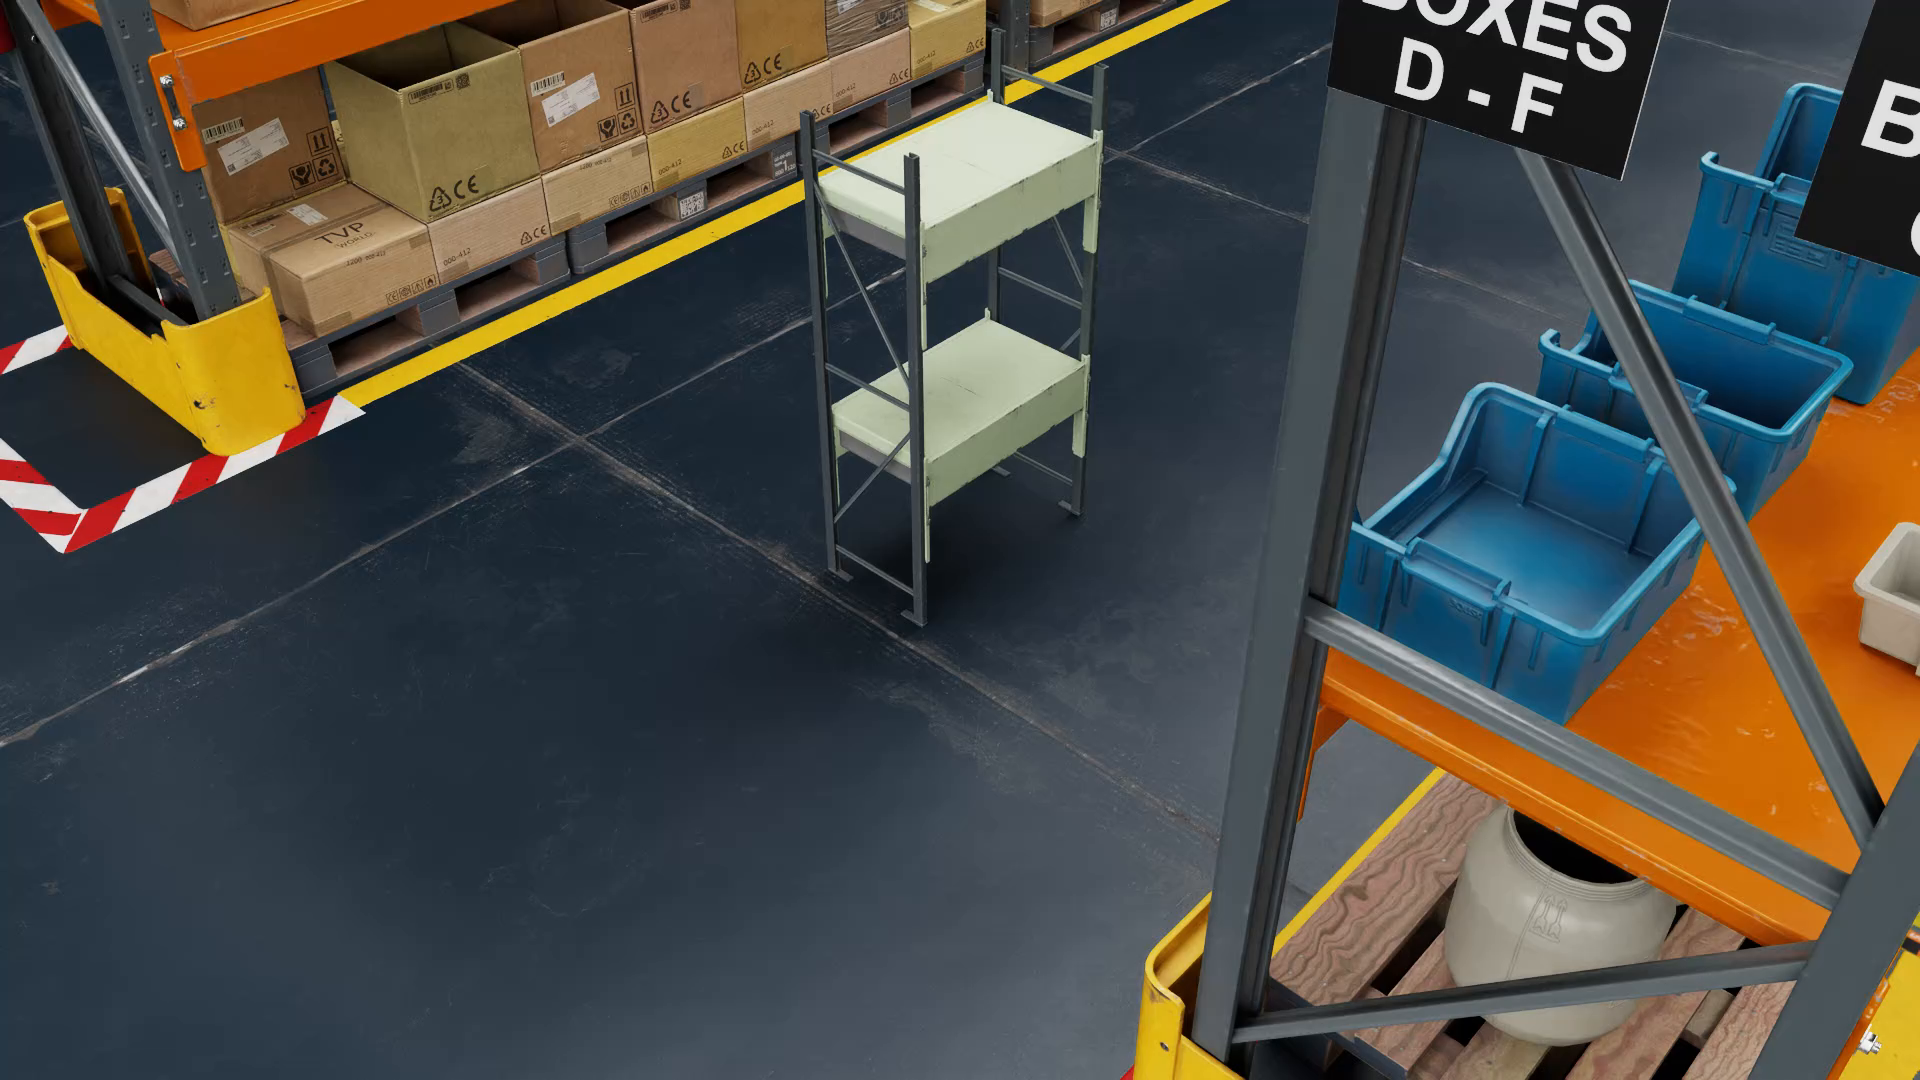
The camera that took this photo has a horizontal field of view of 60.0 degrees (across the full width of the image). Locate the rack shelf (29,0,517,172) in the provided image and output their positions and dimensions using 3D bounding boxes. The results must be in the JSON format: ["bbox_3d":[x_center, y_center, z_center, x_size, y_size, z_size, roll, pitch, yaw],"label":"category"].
[{"bbox_3d":[-1.426,-2.411,6.450,1.077,0.370,4.000,30,47,32],"label":"rack shelf"}]

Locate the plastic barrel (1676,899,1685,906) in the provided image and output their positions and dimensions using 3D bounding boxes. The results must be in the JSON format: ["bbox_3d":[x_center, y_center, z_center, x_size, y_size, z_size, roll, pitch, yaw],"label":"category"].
[{"bbox_3d":[1.604,0.552,3.807,0.421,0.512,0.421,0,38,0],"label":"plastic barrel"}]

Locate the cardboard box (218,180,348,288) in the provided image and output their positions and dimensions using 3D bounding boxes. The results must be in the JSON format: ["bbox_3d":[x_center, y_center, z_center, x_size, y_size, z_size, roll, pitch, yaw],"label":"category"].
[{"bbox_3d":[-2.632,-1.233,6.262,0.500,0.250,0.500,30,47,32],"label":"cardboard box"}]

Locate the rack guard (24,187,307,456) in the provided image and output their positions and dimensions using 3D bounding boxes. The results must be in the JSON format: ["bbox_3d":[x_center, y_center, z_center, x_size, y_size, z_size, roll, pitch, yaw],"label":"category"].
[{"bbox_3d":[-2.792,-0.785,5.835,1.175,0.500,0.348,30,47,32],"label":"rack guard"}]

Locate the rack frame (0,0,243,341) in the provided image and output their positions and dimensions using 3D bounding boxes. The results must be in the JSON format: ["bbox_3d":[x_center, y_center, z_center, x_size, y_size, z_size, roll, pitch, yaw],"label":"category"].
[{"bbox_3d":[-2.775,-1.774,5.071,1.000,3.000,0.127,30,47,32],"label":"rack frame"}]

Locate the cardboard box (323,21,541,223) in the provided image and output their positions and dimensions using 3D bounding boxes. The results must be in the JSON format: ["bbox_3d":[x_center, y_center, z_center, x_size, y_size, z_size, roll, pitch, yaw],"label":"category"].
[{"bbox_3d":[-1.914,-1.539,6.045,0.500,0.500,0.500,30,47,32],"label":"cardboard box"}]

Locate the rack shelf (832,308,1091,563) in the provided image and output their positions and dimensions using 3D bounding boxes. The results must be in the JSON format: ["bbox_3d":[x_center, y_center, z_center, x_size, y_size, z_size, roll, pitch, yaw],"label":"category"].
[{"bbox_3d":[-0.005,-0.329,4.982,0.431,0.370,0.720,30,47,32],"label":"rack shelf"}]

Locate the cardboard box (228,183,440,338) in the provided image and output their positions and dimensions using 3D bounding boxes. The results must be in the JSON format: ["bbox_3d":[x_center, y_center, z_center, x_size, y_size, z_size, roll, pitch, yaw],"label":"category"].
[{"bbox_3d":[-2.249,-1.015,5.988,0.500,0.250,0.500,30,47,32],"label":"cardboard box"}]

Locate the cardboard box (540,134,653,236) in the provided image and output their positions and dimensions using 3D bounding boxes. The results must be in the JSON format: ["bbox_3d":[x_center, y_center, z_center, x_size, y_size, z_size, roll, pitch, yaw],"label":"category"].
[{"bbox_3d":[-1.577,-1.476,6.568,0.500,0.250,0.500,30,47,32],"label":"cardboard box"}]

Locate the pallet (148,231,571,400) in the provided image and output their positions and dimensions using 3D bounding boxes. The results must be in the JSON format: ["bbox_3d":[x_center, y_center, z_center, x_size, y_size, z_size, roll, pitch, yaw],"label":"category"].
[{"bbox_3d":[-2.290,-1.052,6.403,1.003,0.211,1.213,30,47,32],"label":"pallet"}]

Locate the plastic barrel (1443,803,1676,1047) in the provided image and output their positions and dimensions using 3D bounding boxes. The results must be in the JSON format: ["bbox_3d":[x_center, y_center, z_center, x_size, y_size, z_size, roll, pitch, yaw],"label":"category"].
[{"bbox_3d":[1.266,0.782,3.517,0.421,0.512,0.421,0,38,0],"label":"plastic barrel"}]

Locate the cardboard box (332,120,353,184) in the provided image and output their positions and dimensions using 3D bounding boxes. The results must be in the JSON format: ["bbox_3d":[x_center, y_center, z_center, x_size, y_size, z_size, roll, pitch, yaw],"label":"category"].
[{"bbox_3d":[-2.303,-1.467,6.557,0.500,0.250,0.500,30,47,32],"label":"cardboard box"}]

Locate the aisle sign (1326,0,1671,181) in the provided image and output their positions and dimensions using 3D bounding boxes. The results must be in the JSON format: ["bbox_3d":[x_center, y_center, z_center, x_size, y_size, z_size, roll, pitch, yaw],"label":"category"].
[{"bbox_3d":[0.611,-0.802,1.759,0.394,0.787,0.004,30,47,32],"label":"aisle sign"}]

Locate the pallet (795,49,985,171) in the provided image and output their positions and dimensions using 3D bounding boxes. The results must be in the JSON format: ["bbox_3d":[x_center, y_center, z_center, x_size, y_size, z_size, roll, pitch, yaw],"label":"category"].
[{"bbox_3d":[-0.644,-2.173,7.812,1.003,0.211,1.213,30,47,32],"label":"pallet"}]

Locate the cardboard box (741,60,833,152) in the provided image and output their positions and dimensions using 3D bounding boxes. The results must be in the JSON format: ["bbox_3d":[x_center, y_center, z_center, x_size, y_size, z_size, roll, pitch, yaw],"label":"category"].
[{"bbox_3d":[-0.899,-1.934,7.143,0.500,0.250,0.500,30,47,32],"label":"cardboard box"}]

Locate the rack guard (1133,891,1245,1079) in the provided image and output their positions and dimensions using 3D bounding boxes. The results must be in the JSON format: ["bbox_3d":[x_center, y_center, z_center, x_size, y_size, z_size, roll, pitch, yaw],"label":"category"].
[{"bbox_3d":[0.895,1.231,3.300,1.175,0.500,0.348,30,47,32],"label":"rack guard"}]

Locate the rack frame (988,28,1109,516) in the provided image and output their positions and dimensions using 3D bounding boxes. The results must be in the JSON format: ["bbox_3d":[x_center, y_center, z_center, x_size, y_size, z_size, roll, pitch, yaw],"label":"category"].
[{"bbox_3d":[0.242,-0.752,4.991,0.400,1.500,0.023,30,47,32],"label":"rack frame"}]

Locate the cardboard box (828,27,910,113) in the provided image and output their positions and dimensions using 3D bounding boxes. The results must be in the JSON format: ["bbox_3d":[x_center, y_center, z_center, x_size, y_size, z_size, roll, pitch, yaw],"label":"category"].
[{"bbox_3d":[-0.573,-2.169,7.440,0.500,0.250,0.500,30,47,32],"label":"cardboard box"}]

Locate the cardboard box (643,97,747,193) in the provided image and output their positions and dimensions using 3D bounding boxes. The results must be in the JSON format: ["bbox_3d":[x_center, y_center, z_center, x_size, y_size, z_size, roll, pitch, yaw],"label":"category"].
[{"bbox_3d":[-1.236,-1.704,6.854,0.500,0.250,0.500,30,47,32],"label":"cardboard box"}]

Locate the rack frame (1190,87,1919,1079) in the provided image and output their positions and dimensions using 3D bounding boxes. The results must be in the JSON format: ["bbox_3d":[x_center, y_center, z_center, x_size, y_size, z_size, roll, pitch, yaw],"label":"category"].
[{"bbox_3d":[0.881,0.309,2.451,0.949,2.616,0.053,30,47,32],"label":"rack frame"}]

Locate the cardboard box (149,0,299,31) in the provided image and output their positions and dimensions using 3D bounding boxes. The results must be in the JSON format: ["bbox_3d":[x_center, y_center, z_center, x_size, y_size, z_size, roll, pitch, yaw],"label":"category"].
[{"bbox_3d":[-2.451,-2.022,5.303,0.700,0.500,0.500,30,47,32],"label":"cardboard box"}]

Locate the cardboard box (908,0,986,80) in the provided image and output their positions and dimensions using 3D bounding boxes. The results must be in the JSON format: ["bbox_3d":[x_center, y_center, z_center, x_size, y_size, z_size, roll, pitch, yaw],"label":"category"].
[{"bbox_3d":[-0.228,-2.395,7.724,0.500,0.250,0.500,30,47,32],"label":"cardboard box"}]

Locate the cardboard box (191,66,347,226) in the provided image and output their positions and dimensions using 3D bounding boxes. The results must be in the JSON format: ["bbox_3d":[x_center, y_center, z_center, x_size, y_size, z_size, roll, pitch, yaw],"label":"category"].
[{"bbox_3d":[-2.633,-1.527,6.030,0.500,0.500,0.500,30,47,32],"label":"cardboard box"}]

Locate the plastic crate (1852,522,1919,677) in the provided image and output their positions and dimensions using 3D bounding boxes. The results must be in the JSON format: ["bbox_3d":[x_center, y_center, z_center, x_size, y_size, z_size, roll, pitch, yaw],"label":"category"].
[{"bbox_3d":[1.720,0.135,2.882,0.298,0.136,0.250,30,47,32],"label":"plastic crate"}]

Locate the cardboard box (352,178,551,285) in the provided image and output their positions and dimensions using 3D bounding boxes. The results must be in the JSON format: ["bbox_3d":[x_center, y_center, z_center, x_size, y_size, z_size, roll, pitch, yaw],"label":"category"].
[{"bbox_3d":[-1.915,-1.246,6.279,0.500,0.250,0.500,30,47,32],"label":"cardboard box"}]

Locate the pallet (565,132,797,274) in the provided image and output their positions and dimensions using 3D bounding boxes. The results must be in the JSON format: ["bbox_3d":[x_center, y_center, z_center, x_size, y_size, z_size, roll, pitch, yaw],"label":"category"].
[{"bbox_3d":[-1.467,-1.609,7.104,1.003,0.211,1.213,30,47,32],"label":"pallet"}]

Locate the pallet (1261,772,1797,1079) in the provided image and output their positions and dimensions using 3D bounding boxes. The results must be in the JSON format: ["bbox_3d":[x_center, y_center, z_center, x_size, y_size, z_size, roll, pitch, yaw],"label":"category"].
[{"bbox_3d":[1.447,0.973,3.856,1.003,0.211,1.213,30,47,32],"label":"pallet"}]

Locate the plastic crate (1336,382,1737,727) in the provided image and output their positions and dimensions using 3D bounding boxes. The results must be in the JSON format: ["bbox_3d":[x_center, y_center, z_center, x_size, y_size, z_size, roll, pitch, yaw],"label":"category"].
[{"bbox_3d":[0.995,0.010,2.947,0.499,0.251,0.616,30,47,32],"label":"plastic crate"}]

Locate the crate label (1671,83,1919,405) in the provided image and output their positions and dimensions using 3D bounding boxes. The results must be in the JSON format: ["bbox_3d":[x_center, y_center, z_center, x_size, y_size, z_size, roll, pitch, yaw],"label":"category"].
[{"bbox_3d":[1.920,-0.665,3.648,0.502,0.435,0.616,30,47,32],"label":"crate label"}]

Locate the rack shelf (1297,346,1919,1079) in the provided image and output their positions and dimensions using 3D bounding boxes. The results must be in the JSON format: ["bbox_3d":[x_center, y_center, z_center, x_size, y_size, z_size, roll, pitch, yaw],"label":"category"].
[{"bbox_3d":[2.228,-0.330,3.833,1.077,0.370,4.000,30,47,32],"label":"rack shelf"}]

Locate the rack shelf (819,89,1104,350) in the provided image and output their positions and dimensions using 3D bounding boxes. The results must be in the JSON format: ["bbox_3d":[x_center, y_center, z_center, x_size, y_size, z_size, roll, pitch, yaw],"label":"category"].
[{"bbox_3d":[-0.004,-0.889,4.536,0.431,0.370,0.720,30,47,32],"label":"rack shelf"}]

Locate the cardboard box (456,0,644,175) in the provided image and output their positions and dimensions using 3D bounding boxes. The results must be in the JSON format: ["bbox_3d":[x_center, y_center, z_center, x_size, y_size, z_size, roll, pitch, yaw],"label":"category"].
[{"bbox_3d":[-1.586,-1.774,6.341,0.500,0.500,0.500,30,47,32],"label":"cardboard box"}]

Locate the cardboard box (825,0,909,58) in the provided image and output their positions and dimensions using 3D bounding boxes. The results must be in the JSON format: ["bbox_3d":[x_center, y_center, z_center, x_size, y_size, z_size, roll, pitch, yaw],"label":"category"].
[{"bbox_3d":[-0.574,-2.464,7.208,0.500,0.500,0.500,30,47,32],"label":"cardboard box"}]

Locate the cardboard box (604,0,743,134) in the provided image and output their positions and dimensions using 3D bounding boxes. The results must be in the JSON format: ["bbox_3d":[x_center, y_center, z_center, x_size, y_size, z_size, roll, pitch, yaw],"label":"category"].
[{"bbox_3d":[-1.236,-1.997,6.620,0.500,0.500,0.500,30,47,32],"label":"cardboard box"}]

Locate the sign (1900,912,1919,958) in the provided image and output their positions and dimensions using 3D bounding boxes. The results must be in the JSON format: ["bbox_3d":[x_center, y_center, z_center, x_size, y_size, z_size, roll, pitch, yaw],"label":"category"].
[{"bbox_3d":[1.281,0.432,2.074,0.100,0.325,0.005,30,47,32],"label":"sign"}]

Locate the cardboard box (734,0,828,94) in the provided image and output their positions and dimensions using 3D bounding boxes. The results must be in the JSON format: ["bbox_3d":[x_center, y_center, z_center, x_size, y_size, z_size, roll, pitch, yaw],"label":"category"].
[{"bbox_3d":[-0.909,-2.232,6.917,0.500,0.500,0.500,30,47,32],"label":"cardboard box"}]

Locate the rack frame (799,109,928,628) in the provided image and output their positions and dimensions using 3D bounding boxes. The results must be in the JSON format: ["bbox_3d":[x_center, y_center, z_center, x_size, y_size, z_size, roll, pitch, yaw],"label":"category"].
[{"bbox_3d":[-0.251,-0.416,4.568,0.400,1.500,0.023,30,47,32],"label":"rack frame"}]

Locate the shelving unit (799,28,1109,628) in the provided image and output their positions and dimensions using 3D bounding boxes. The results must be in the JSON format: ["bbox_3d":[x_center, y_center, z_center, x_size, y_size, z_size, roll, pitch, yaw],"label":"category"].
[{"bbox_3d":[-0.004,-0.584,4.779,0.431,1.500,0.755,30,47,32],"label":"shelving unit"}]

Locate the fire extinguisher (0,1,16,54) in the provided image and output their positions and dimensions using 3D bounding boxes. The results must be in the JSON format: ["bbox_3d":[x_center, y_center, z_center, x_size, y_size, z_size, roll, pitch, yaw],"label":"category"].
[{"bbox_3d":[-3.198,-1.885,5.272,0.296,0.674,0.183,30,47,32],"label":"fire extinguisher"}]

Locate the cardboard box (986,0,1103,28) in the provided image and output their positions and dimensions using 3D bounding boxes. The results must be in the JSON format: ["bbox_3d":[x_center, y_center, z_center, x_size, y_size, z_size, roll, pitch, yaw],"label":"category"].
[{"bbox_3d":[0.378,-2.781,8.209,0.500,0.250,0.500,28,47,31],"label":"cardboard box"}]

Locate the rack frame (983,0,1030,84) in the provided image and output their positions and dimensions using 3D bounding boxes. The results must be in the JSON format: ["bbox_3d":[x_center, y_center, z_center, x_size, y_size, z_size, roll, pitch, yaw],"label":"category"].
[{"bbox_3d":[-0.077,-3.612,7.382,1.000,3.000,0.127,30,47,32],"label":"rack frame"}]

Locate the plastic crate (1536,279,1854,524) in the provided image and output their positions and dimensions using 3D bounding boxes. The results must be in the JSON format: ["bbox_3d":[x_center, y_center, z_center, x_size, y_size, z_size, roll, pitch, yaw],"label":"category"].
[{"bbox_3d":[1.437,-0.286,3.319,0.499,0.251,0.408,30,47,32],"label":"plastic crate"}]

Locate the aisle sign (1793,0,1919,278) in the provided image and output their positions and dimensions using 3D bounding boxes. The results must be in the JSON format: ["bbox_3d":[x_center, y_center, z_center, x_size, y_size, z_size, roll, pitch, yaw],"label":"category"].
[{"bbox_3d":[1.046,-0.554,1.448,0.394,0.787,0.004,30,47,32],"label":"aisle sign"}]

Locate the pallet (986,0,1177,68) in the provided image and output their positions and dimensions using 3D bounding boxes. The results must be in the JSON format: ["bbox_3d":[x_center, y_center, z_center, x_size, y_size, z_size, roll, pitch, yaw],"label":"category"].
[{"bbox_3d":[0.391,-2.875,8.696,1.003,0.211,1.213,30,47,32],"label":"pallet"}]
